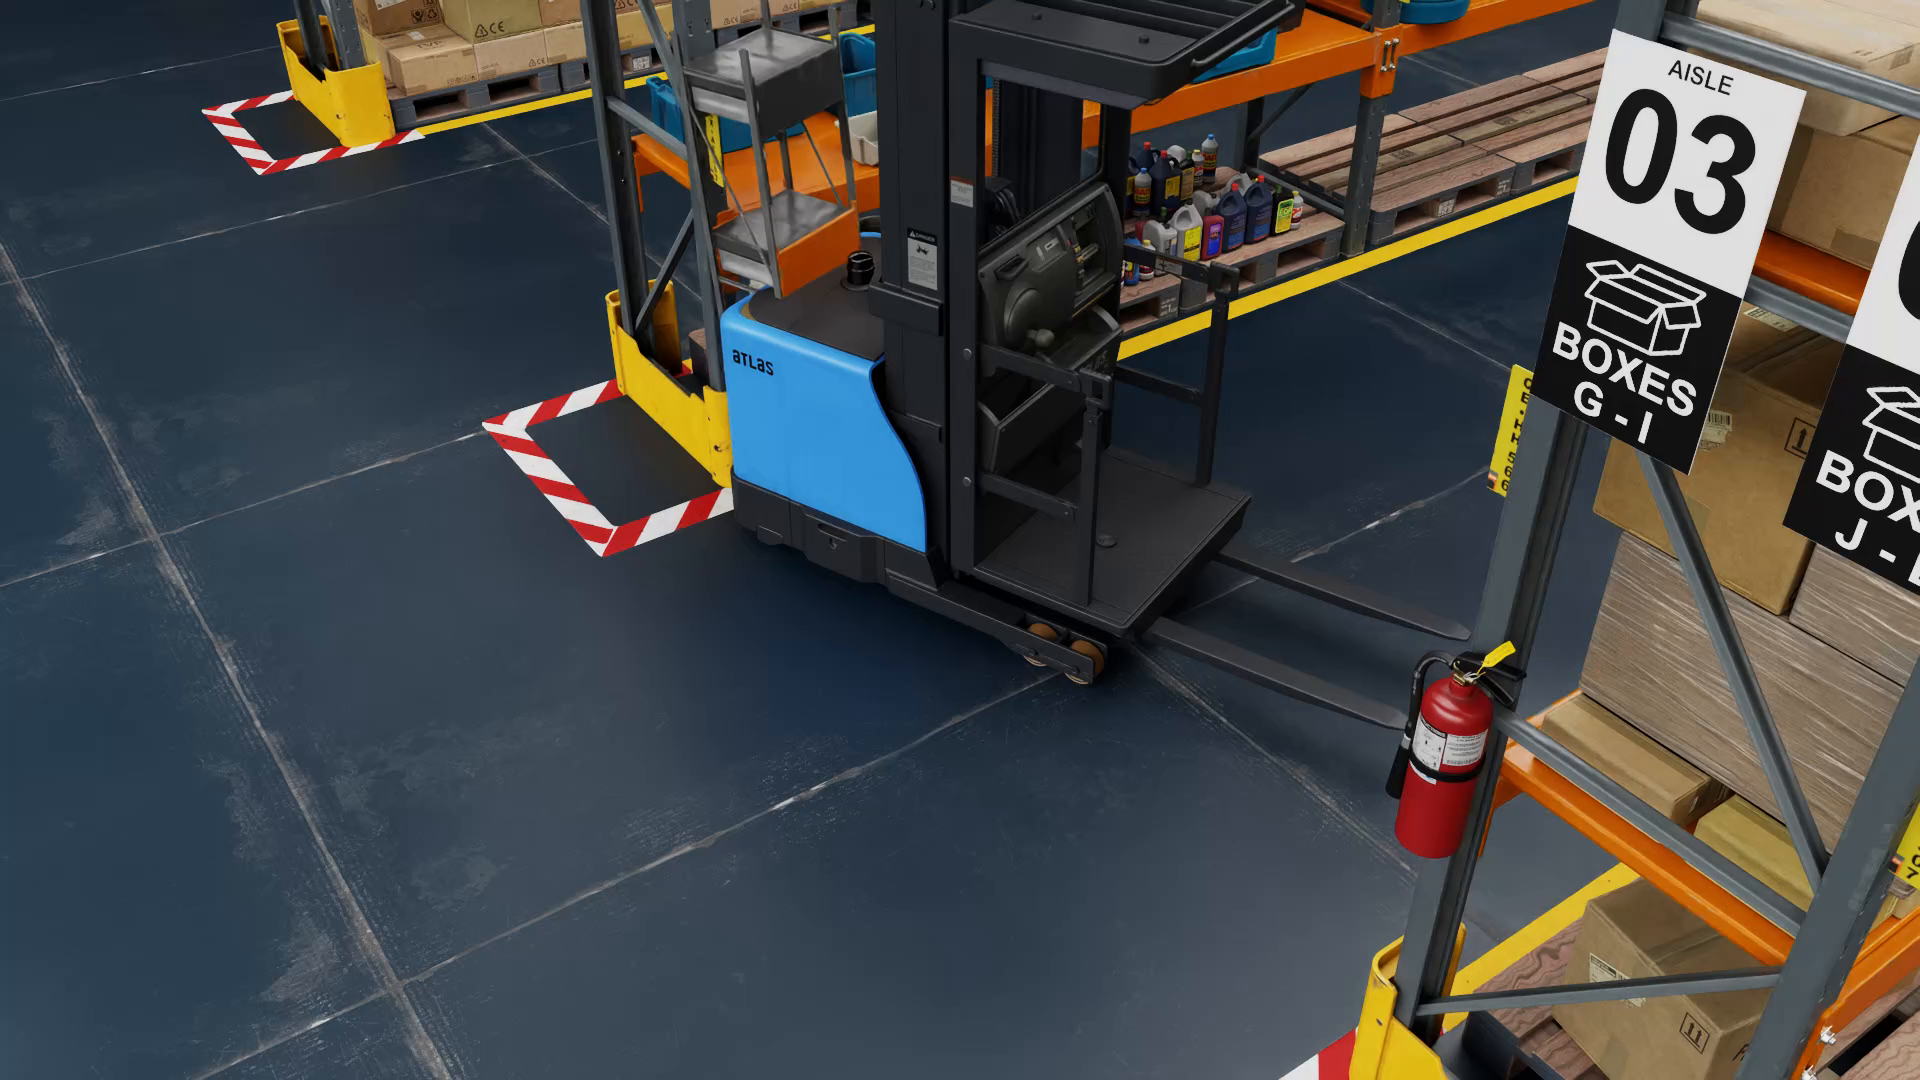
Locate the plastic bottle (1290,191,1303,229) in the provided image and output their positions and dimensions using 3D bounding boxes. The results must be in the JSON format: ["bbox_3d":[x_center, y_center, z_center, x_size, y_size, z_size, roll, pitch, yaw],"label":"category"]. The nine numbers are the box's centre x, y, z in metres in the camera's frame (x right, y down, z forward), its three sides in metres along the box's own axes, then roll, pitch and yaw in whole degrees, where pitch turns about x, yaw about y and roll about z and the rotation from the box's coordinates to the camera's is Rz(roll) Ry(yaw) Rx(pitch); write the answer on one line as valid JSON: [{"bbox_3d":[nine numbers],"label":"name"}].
[{"bbox_3d":[1.858,-1.845,9.266,0.097,0.201,0.097,0,36,0],"label":"plastic bottle"}]

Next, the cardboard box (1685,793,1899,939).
[{"bbox_3d":[1.929,0.756,3.845,0.250,0.149,0.380,-22,41,-28],"label":"cardboard box"}]

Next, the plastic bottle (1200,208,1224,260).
[{"bbox_3d":[1.349,-1.656,8.933,0.133,0.283,0.061,-20,40,-25],"label":"plastic bottle"}]

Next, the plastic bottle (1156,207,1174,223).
[{"bbox_3d":[1.114,-1.662,8.942,0.133,0.283,0.061,-22,41,-28],"label":"plastic bottle"}]

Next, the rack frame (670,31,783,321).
[{"bbox_3d":[-0.874,-1.031,6.843,0.400,2.100,0.015,23,45,31],"label":"rack frame"}]

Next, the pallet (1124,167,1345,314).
[{"bbox_3d":[1.402,-1.735,9.482,1.213,0.211,1.003,-22,41,-28],"label":"pallet"}]

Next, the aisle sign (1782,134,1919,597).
[{"bbox_3d":[1.681,-0.255,2.810,0.004,0.787,0.394,-22,41,-28],"label":"aisle sign"}]

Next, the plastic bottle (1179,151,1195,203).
[{"bbox_3d":[1.276,-2.079,9.521,0.133,0.283,0.061,-22,41,-28],"label":"plastic bottle"}]

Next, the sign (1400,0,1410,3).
[{"bbox_3d":[2.283,-2.919,8.503,0.005,0.325,0.100,-22,41,-28],"label":"sign"}]

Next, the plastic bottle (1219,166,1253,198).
[{"bbox_3d":[1.532,-1.891,9.202,0.185,0.351,0.144,-22,41,-28],"label":"plastic bottle"}]

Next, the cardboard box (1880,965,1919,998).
[{"bbox_3d":[2.548,1.061,4.987,0.500,0.500,0.500,-12,37,-16],"label":"cardboard box"}]

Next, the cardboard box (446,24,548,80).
[{"bbox_3d":[-3.172,-3.392,11.392,0.500,0.250,0.500,-22,41,-28],"label":"cardboard box"}]

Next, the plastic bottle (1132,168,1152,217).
[{"bbox_3d":[1.027,-1.964,9.372,0.097,0.271,0.097,0,36,0],"label":"plastic bottle"}]

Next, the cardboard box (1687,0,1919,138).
[{"bbox_3d":[1.606,-0.925,3.185,0.250,0.149,0.380,-22,41,-28],"label":"cardboard box"}]

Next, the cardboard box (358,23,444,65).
[{"bbox_3d":[-3.877,-3.469,11.499,0.500,0.250,0.500,-22,41,-28],"label":"cardboard box"}]

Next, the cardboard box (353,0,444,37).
[{"bbox_3d":[-3.878,-3.774,11.282,0.500,0.500,0.500,-22,41,-28],"label":"cardboard box"}]

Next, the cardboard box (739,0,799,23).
[{"bbox_3d":[-1.543,-4.069,12.334,0.500,0.250,0.500,-22,41,-28],"label":"cardboard box"}]

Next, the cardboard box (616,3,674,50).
[{"bbox_3d":[-2.351,-3.725,11.856,0.500,0.250,0.500,-22,41,-28],"label":"cardboard box"}]

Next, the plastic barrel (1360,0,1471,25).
[{"bbox_3d":[2.466,-3.262,8.787,0.708,0.901,0.600,-22,41,-28],"label":"plastic barrel"}]

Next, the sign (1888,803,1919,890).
[{"bbox_3d":[1.872,0.543,3.184,0.005,0.325,0.100,-22,41,-28],"label":"sign"}]

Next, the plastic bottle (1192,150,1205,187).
[{"bbox_3d":[1.379,-2.184,9.737,0.097,0.201,0.097,0,36,0],"label":"plastic bottle"}]

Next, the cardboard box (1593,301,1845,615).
[{"bbox_3d":[1.866,-0.234,3.810,0.500,0.500,0.500,-22,41,-28],"label":"cardboard box"}]

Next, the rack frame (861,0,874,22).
[{"bbox_3d":[-0.875,-5.439,12.243,0.127,3.000,1.000,-22,41,-28],"label":"rack frame"}]

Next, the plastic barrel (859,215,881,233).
[{"bbox_3d":[-0.391,-1.315,8.280,0.421,0.512,0.421,0,36,0],"label":"plastic barrel"}]

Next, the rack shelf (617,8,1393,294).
[{"bbox_3d":[0.340,-2.109,8.229,4.000,0.370,1.077,-22,41,-28],"label":"rack shelf"}]

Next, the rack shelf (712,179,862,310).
[{"bbox_3d":[-0.722,-1.144,6.998,0.431,0.518,0.480,23,45,31],"label":"rack shelf"}]

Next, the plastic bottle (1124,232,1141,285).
[{"bbox_3d":[0.895,-1.477,8.695,0.097,0.271,0.097,0,36,0],"label":"plastic bottle"}]

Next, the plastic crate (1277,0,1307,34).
[{"bbox_3d":[1.474,-2.933,8.812,0.504,0.338,0.767,-22,41,-28],"label":"plastic crate"}]

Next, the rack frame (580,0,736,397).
[{"bbox_3d":[-1.294,-1.728,7.083,0.127,3.000,1.000,-22,41,-28],"label":"rack frame"}]

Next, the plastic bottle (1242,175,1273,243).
[{"bbox_3d":[1.615,-1.822,9.107,0.185,0.351,0.144,-24,42,-29],"label":"plastic bottle"}]

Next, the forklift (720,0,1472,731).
[{"bbox_3d":[0.521,-0.985,6.110,3.031,2.935,1.130,21,41,27],"label":"forklift"}]

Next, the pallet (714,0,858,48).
[{"bbox_3d":[-1.549,-4.059,12.713,1.213,0.211,1.003,-22,41,-28],"label":"pallet"}]

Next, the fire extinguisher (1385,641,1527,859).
[{"bbox_3d":[1.200,0.486,4.072,0.183,0.674,0.296,-22,41,-28],"label":"fire extinguisher"}]

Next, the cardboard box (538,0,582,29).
[{"bbox_3d":[-2.769,-3.869,11.414,0.500,0.500,0.500,-22,41,-28],"label":"cardboard box"}]

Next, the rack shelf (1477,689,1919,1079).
[{"bbox_3d":[3.194,0.255,4.942,4.000,0.370,1.077,-22,41,-28],"label":"rack shelf"}]

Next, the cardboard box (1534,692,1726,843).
[{"bbox_3d":[1.673,0.544,4.140,0.250,0.149,0.380,-22,41,-28],"label":"cardboard box"}]

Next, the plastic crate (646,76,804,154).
[{"bbox_3d":[-1.058,-1.979,7.560,0.616,0.251,0.499,-22,41,-28],"label":"plastic crate"}]

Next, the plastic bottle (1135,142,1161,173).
[{"bbox_3d":[1.076,-2.103,9.497,0.185,0.351,0.144,-21,41,-27],"label":"plastic bottle"}]

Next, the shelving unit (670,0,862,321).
[{"bbox_3d":[-0.723,-1.155,6.989,0.431,2.100,0.503,23,45,31],"label":"shelving unit"}]

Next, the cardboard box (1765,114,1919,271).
[{"bbox_3d":[1.807,-0.804,3.359,0.500,0.250,0.500,-21,41,-27],"label":"cardboard box"}]

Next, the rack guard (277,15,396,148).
[{"bbox_3d":[-4.164,-3.070,11.091,0.348,0.500,1.175,-22,41,-28],"label":"rack guard"}]

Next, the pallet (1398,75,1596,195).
[{"bbox_3d":[3.593,-2.637,10.735,1.213,0.211,1.003,-22,41,-28],"label":"pallet"}]

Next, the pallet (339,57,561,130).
[{"bbox_3d":[-3.544,-3.238,11.572,1.213,0.211,1.003,-22,41,-28],"label":"pallet"}]

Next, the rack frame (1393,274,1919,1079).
[{"bbox_3d":[1.559,0.636,3.797,0.127,3.000,1.000,-22,41,-28],"label":"rack frame"}]

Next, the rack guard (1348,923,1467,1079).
[{"bbox_3d":[1.621,1.625,4.562,0.348,0.500,1.175,-22,41,-28],"label":"rack guard"}]

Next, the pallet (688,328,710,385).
[{"bbox_3d":[-0.592,-0.915,8.341,1.213,0.211,1.003,-22,41,-28],"label":"pallet"}]

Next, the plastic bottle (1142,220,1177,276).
[{"bbox_3d":[1.059,-1.566,8.814,0.135,0.276,0.152,-22,41,-27],"label":"plastic bottle"}]

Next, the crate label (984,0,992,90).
[{"bbox_3d":[0.054,-2.490,8.113,0.616,0.435,0.502,-22,41,-28],"label":"crate label"}]
